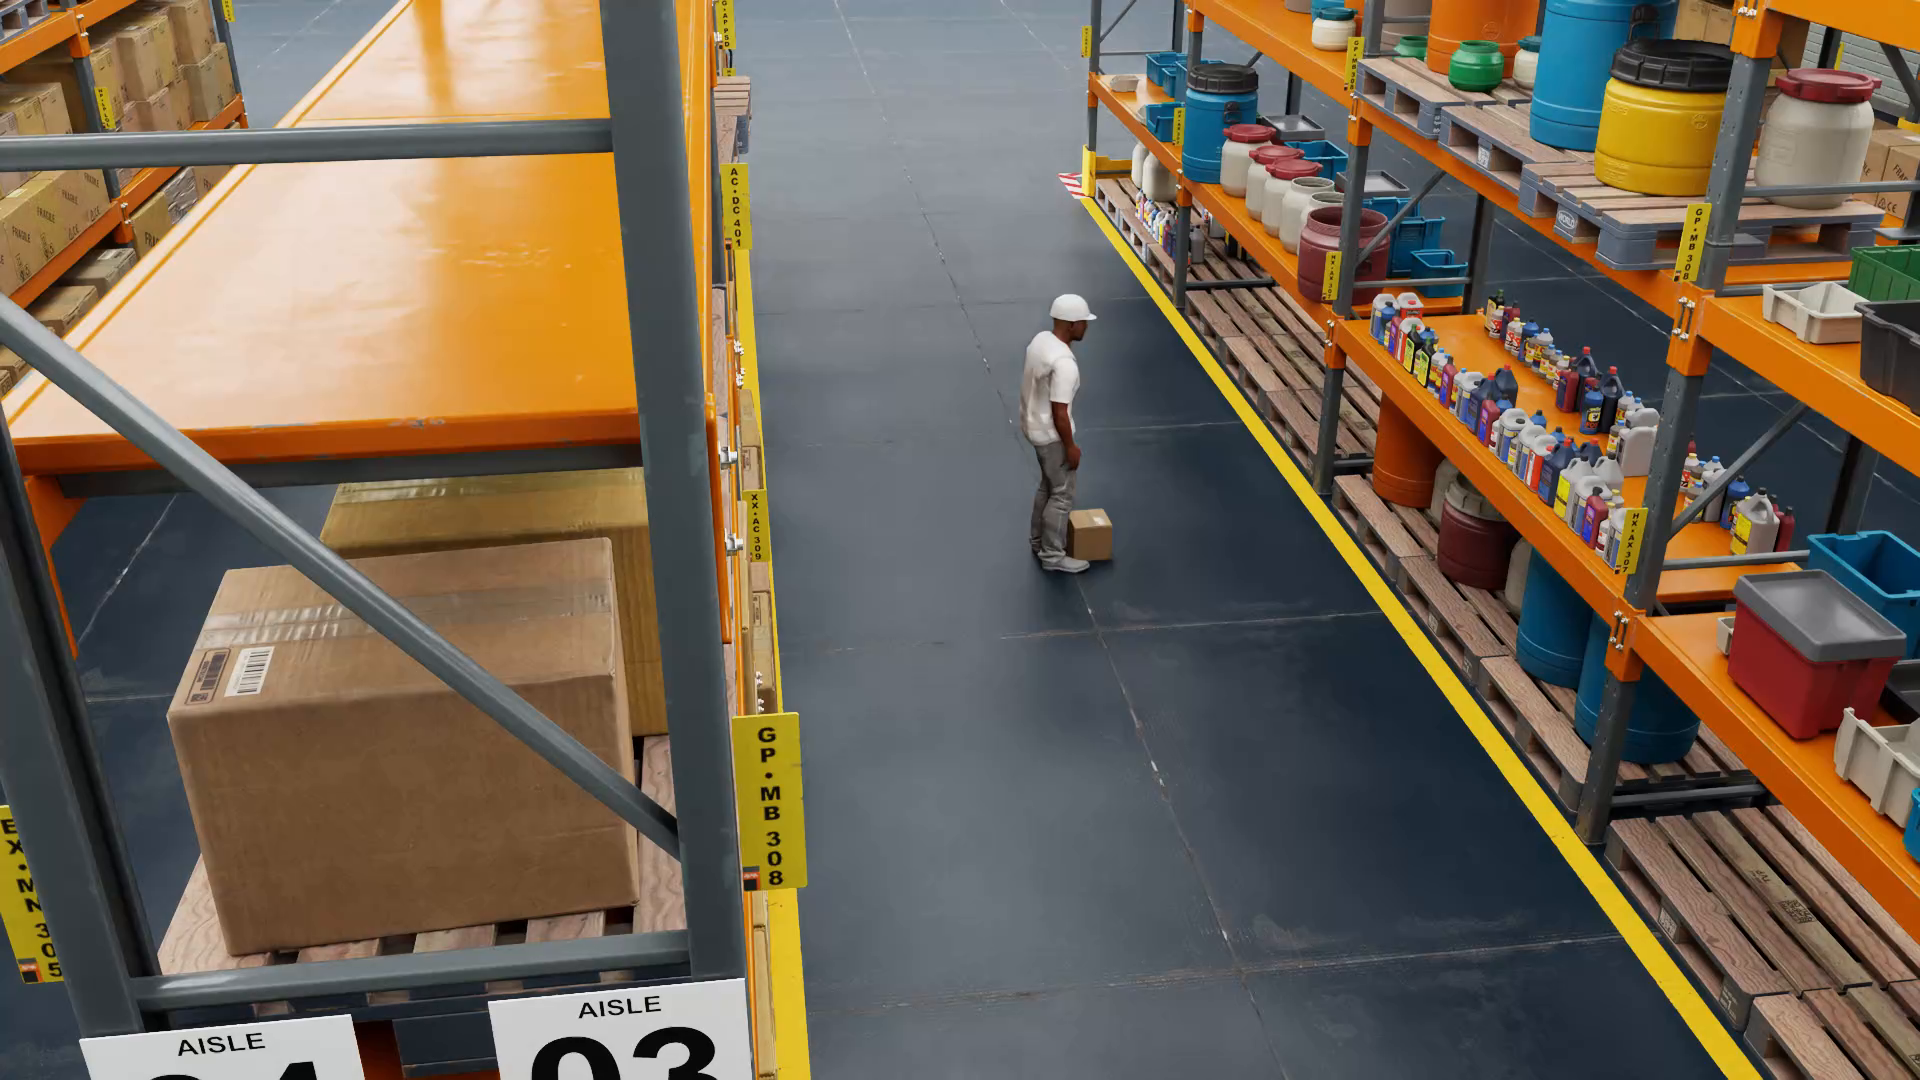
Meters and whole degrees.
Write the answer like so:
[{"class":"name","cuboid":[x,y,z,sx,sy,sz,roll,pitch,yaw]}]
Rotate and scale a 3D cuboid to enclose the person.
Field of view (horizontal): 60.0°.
[{"class":"person","cuboid":[0.610,-0.683,10.422,0.457,1.760,0.615,-5,27,-9]}]
